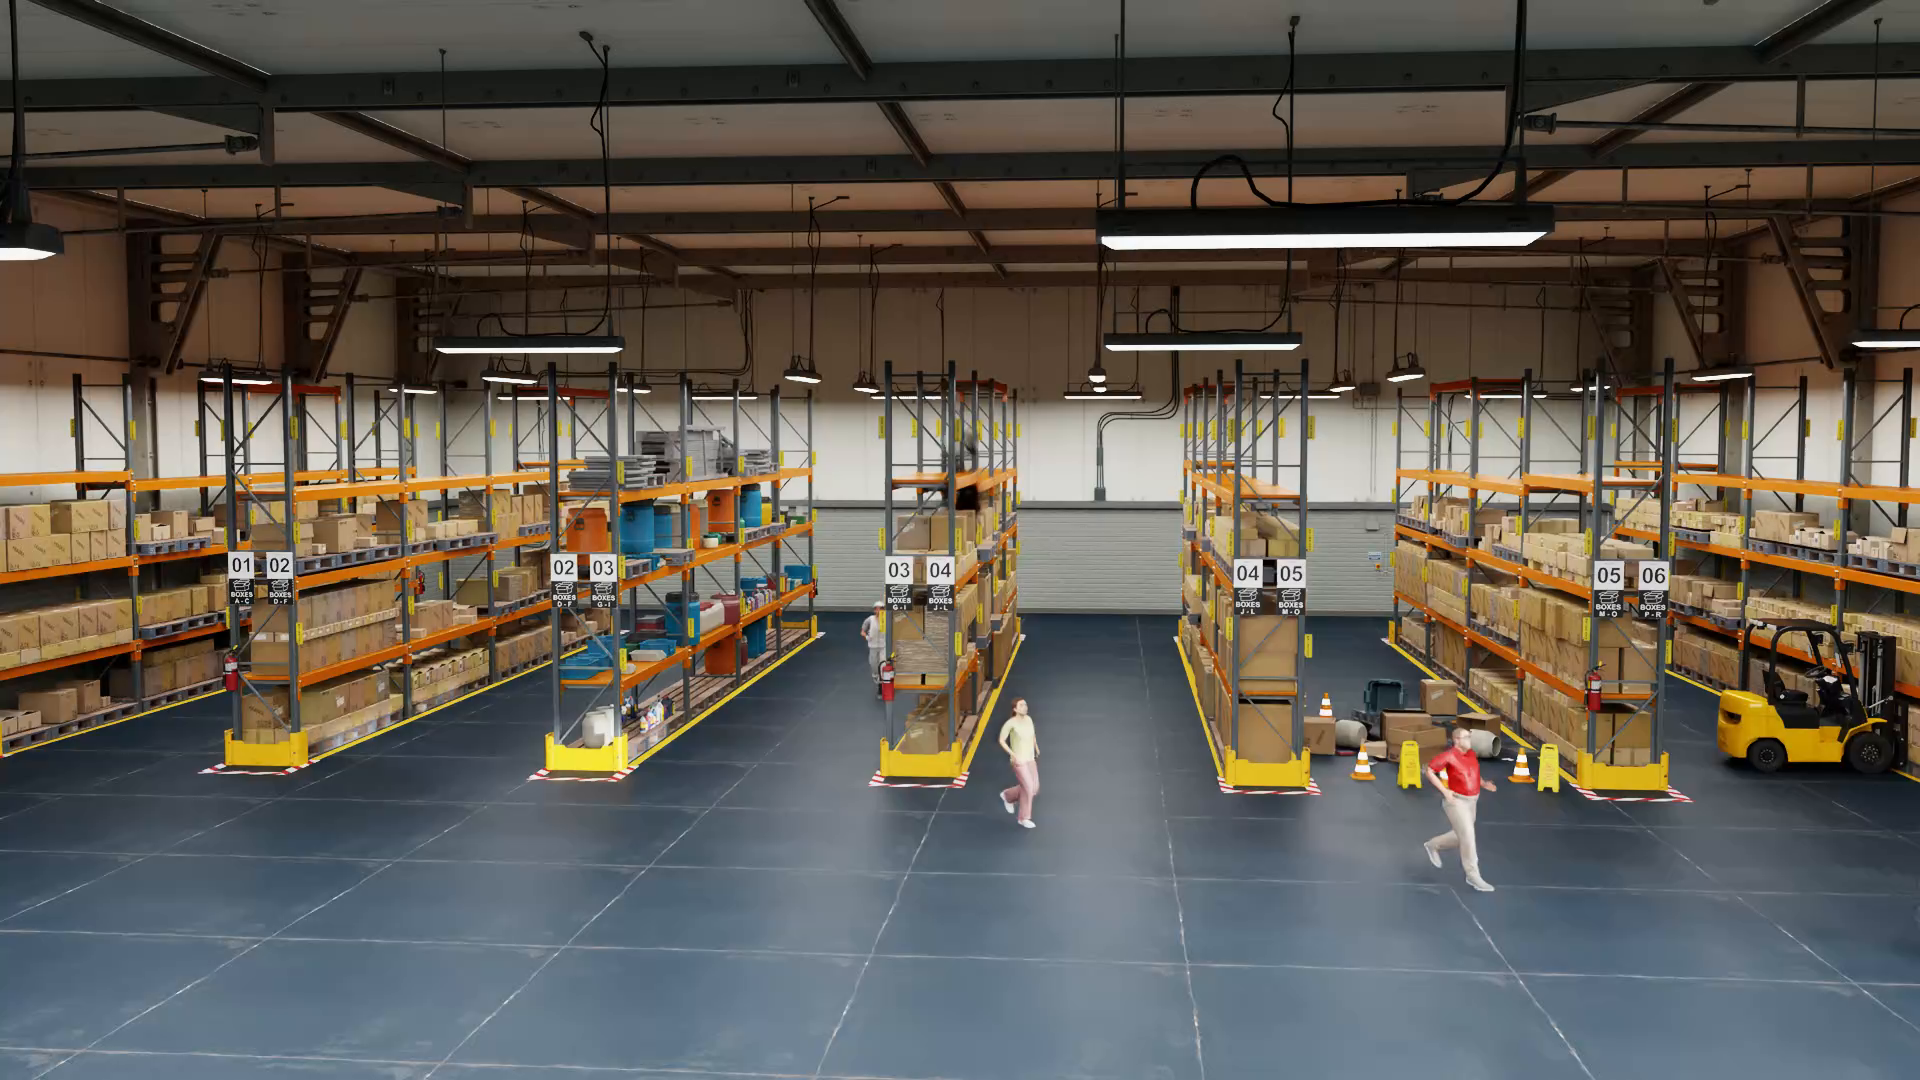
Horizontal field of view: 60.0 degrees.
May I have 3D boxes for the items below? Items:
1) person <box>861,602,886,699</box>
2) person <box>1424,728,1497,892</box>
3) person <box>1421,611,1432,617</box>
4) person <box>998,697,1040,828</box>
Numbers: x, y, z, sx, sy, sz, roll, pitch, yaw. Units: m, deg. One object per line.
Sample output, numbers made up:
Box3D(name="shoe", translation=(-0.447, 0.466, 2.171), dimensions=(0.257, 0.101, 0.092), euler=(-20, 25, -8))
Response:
Box3D(name="person", translation=(-1.534, 2.039, 31.201), dimensions=(0.648, 1.778, 1.008), euler=(0, 4, -1))
Box3D(name="person", translation=(5.515, 2.940, 18.403), dimensions=(0.664, 1.737, 0.951), euler=(-3, 5, -39))
Box3D(name="person", translation=(11.384, 1.508, 40.181), dimensions=(0.778, 1.709, 0.757), euler=(4, 5, 44))
Box3D(name="person", translation=(0.743, 2.803, 21.150), dimensions=(0.577, 1.644, 0.603), euler=(-3, 5, -42))
